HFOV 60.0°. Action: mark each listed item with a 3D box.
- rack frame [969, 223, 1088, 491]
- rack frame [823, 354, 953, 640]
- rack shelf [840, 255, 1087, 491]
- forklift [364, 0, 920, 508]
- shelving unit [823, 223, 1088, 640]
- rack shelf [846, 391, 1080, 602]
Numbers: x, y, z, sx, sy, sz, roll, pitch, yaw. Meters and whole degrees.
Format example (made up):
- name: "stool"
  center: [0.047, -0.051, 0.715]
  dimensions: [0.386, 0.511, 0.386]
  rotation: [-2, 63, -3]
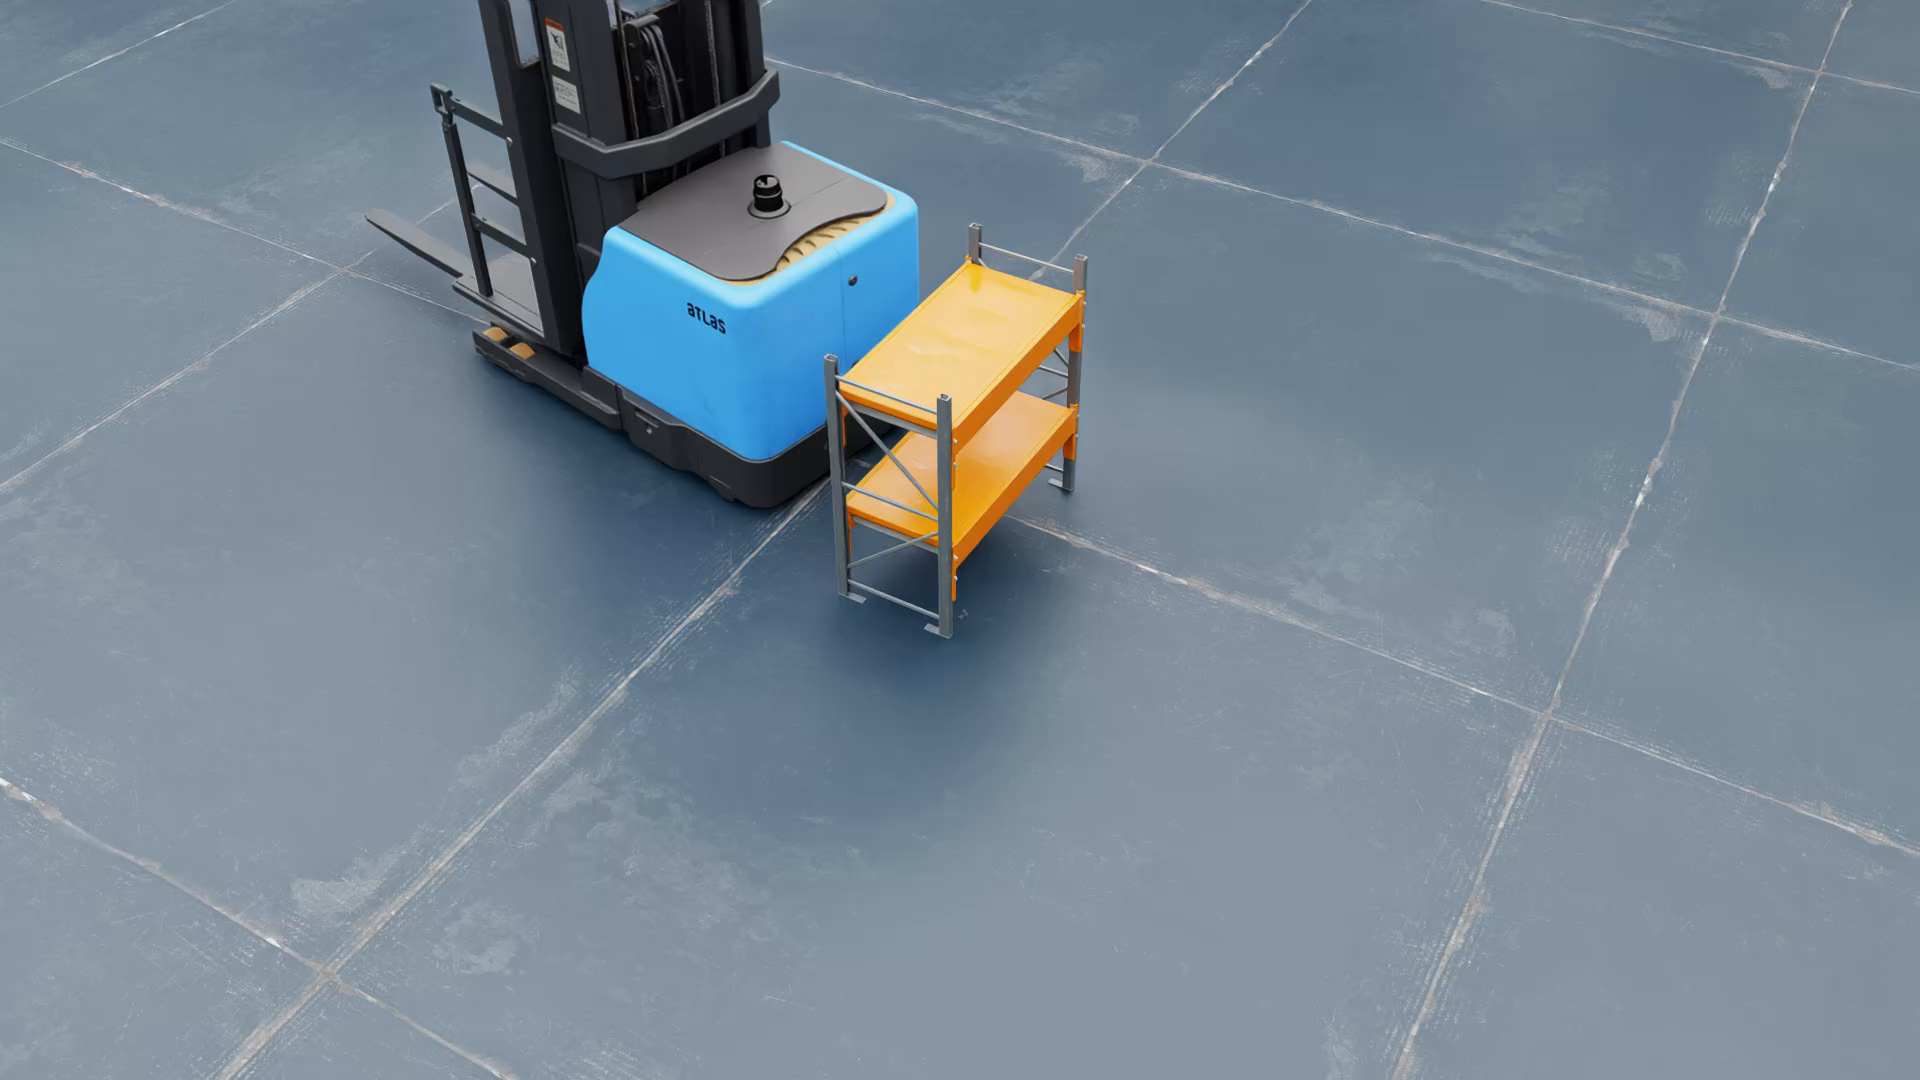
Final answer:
- name: "rack frame"
  center: [0.258, -0.717, 6.713]
  dimensions: [0.500, 1.125, 0.032]
  rotation: [21, 45, 22]
- name: "rack frame"
  center: [-0.251, -0.135, 6.052]
  dimensions: [0.500, 1.125, 0.032]
  rotation: [21, 45, 22]
- name: "rack shelf"
  center: [0.003, -0.646, 6.189]
  dimensions: [0.538, 0.278, 1.000]
  rotation: [21, 45, 22]
- name: "forklift"
  center: [-1.598, -2.064, 6.876]
  dimensions: [3.031, 2.935, 1.130]
  rotation: [30, 49, 29]
- name: "shelving unit"
  center: [0.003, -0.426, 6.383]
  dimensions: [0.538, 1.125, 1.048]
  rotation: [21, 45, 22]
- name: "rack shelf"
  center: [0.003, -0.243, 6.544]
  dimensions: [0.538, 0.278, 1.000]
  rotation: [21, 45, 22]
